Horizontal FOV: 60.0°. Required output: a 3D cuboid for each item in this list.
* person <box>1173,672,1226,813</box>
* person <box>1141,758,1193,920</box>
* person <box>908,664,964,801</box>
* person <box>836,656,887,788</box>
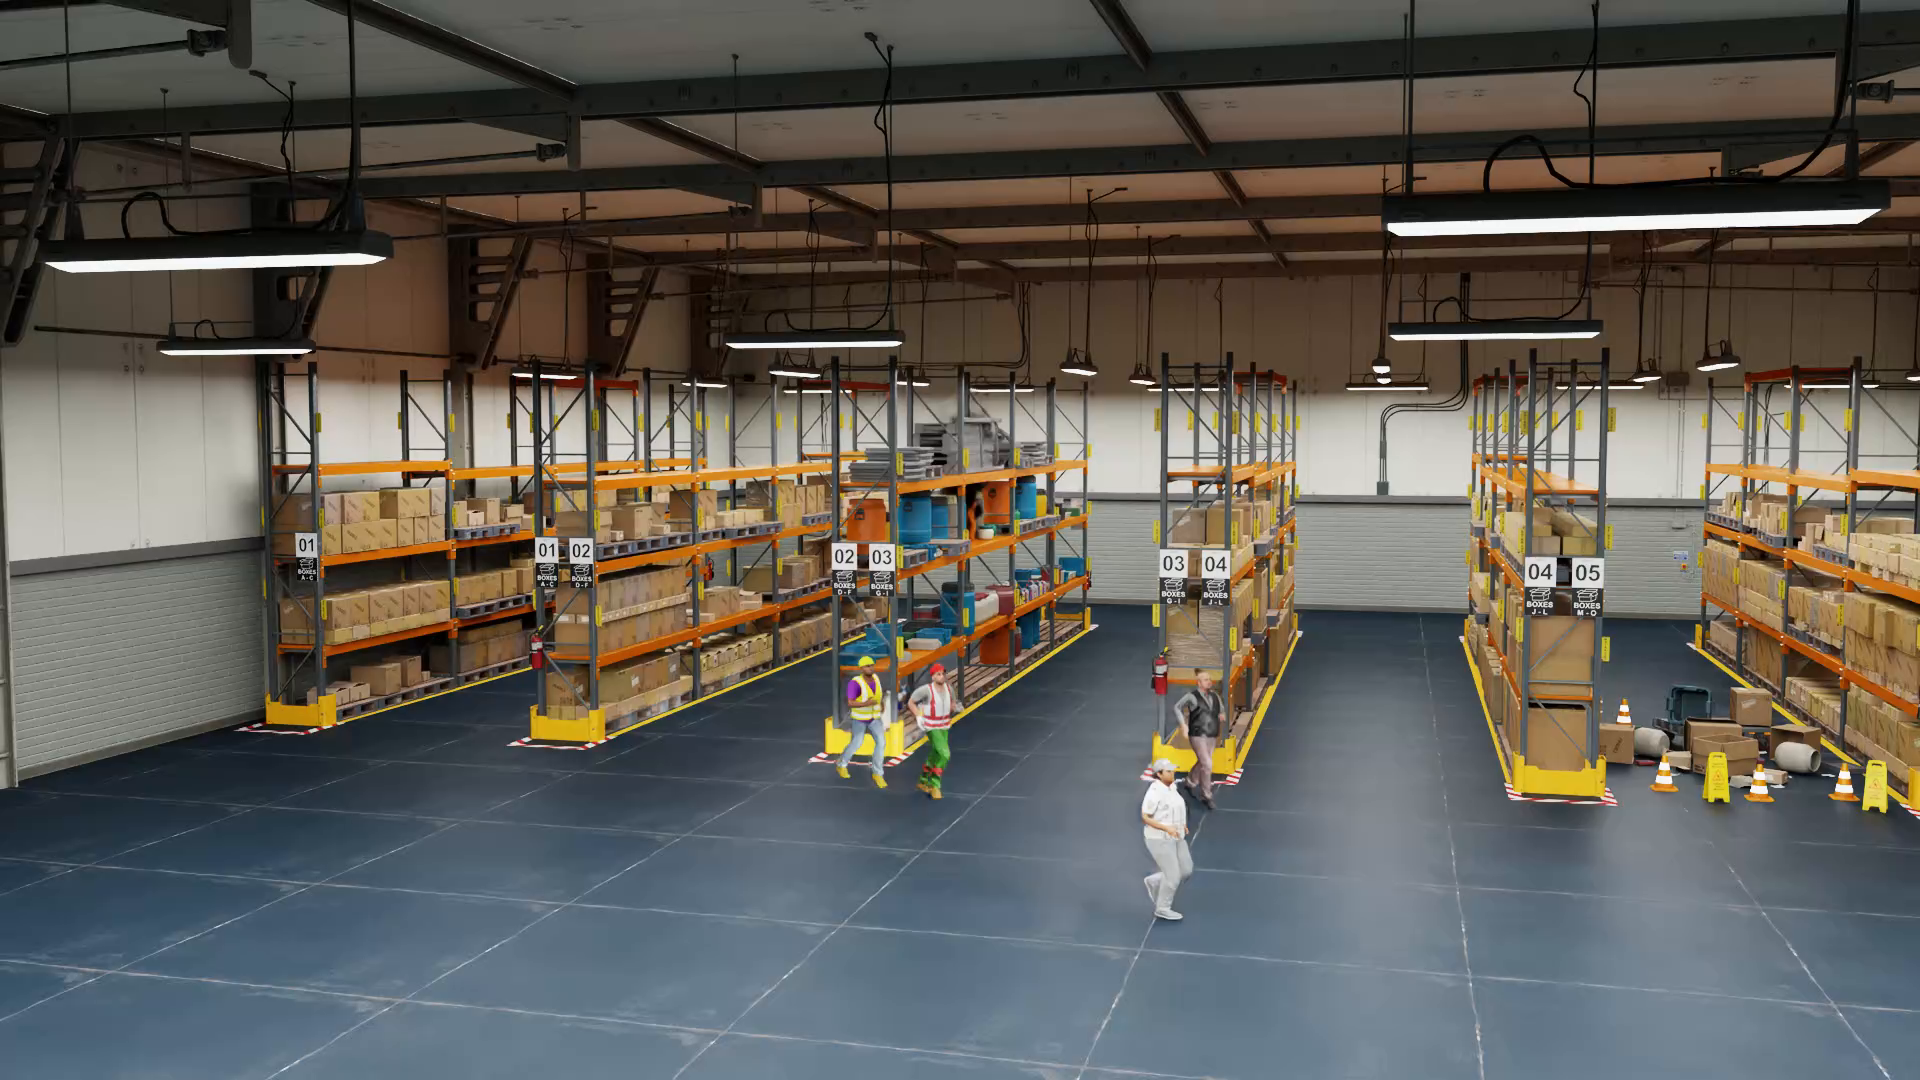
[{"bbox_3d":[3.168,2.600,21.705,0.636,1.760,0.829,-3,5,-34],"label":"person"},{"bbox_3d":[2.068,3.010,16.826,0.575,1.616,0.604,3,5,37],"label":"person"},{"bbox_3d":[-0.285,2.562,22.240,0.616,1.832,0.746,-4,6,-45],"label":"person"},{"bbox_3d":[-1.325,2.501,23.069,0.712,1.814,0.909,-3,5,-38],"label":"person"}]
